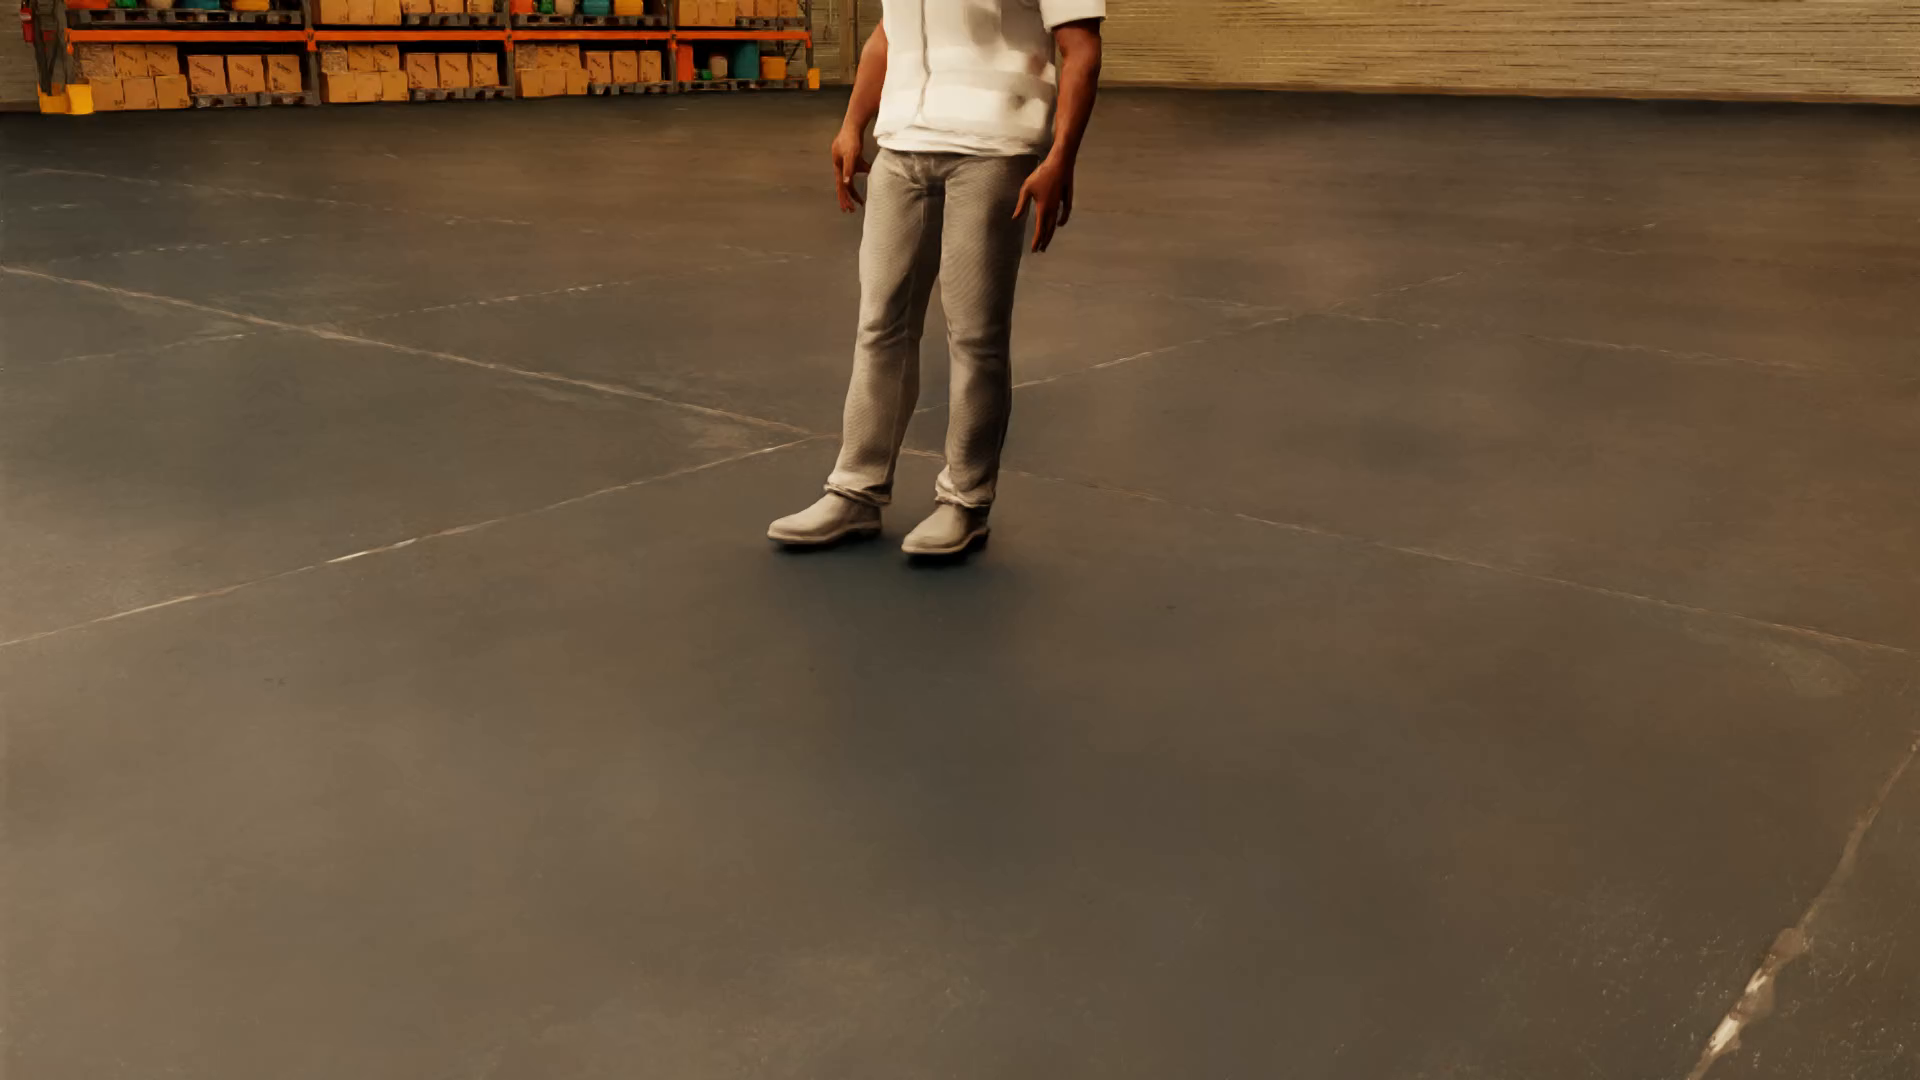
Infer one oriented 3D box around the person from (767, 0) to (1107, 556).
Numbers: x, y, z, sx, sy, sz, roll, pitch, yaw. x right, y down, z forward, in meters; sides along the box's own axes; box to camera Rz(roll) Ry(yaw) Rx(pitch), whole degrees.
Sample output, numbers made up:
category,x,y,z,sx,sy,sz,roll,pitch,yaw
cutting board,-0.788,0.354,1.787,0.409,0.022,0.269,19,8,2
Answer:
category,x,y,z,sx,sy,sz,roll,pitch,yaw
person,-0.048,-0.837,3.635,0.665,1.766,0.576,13,21,37
